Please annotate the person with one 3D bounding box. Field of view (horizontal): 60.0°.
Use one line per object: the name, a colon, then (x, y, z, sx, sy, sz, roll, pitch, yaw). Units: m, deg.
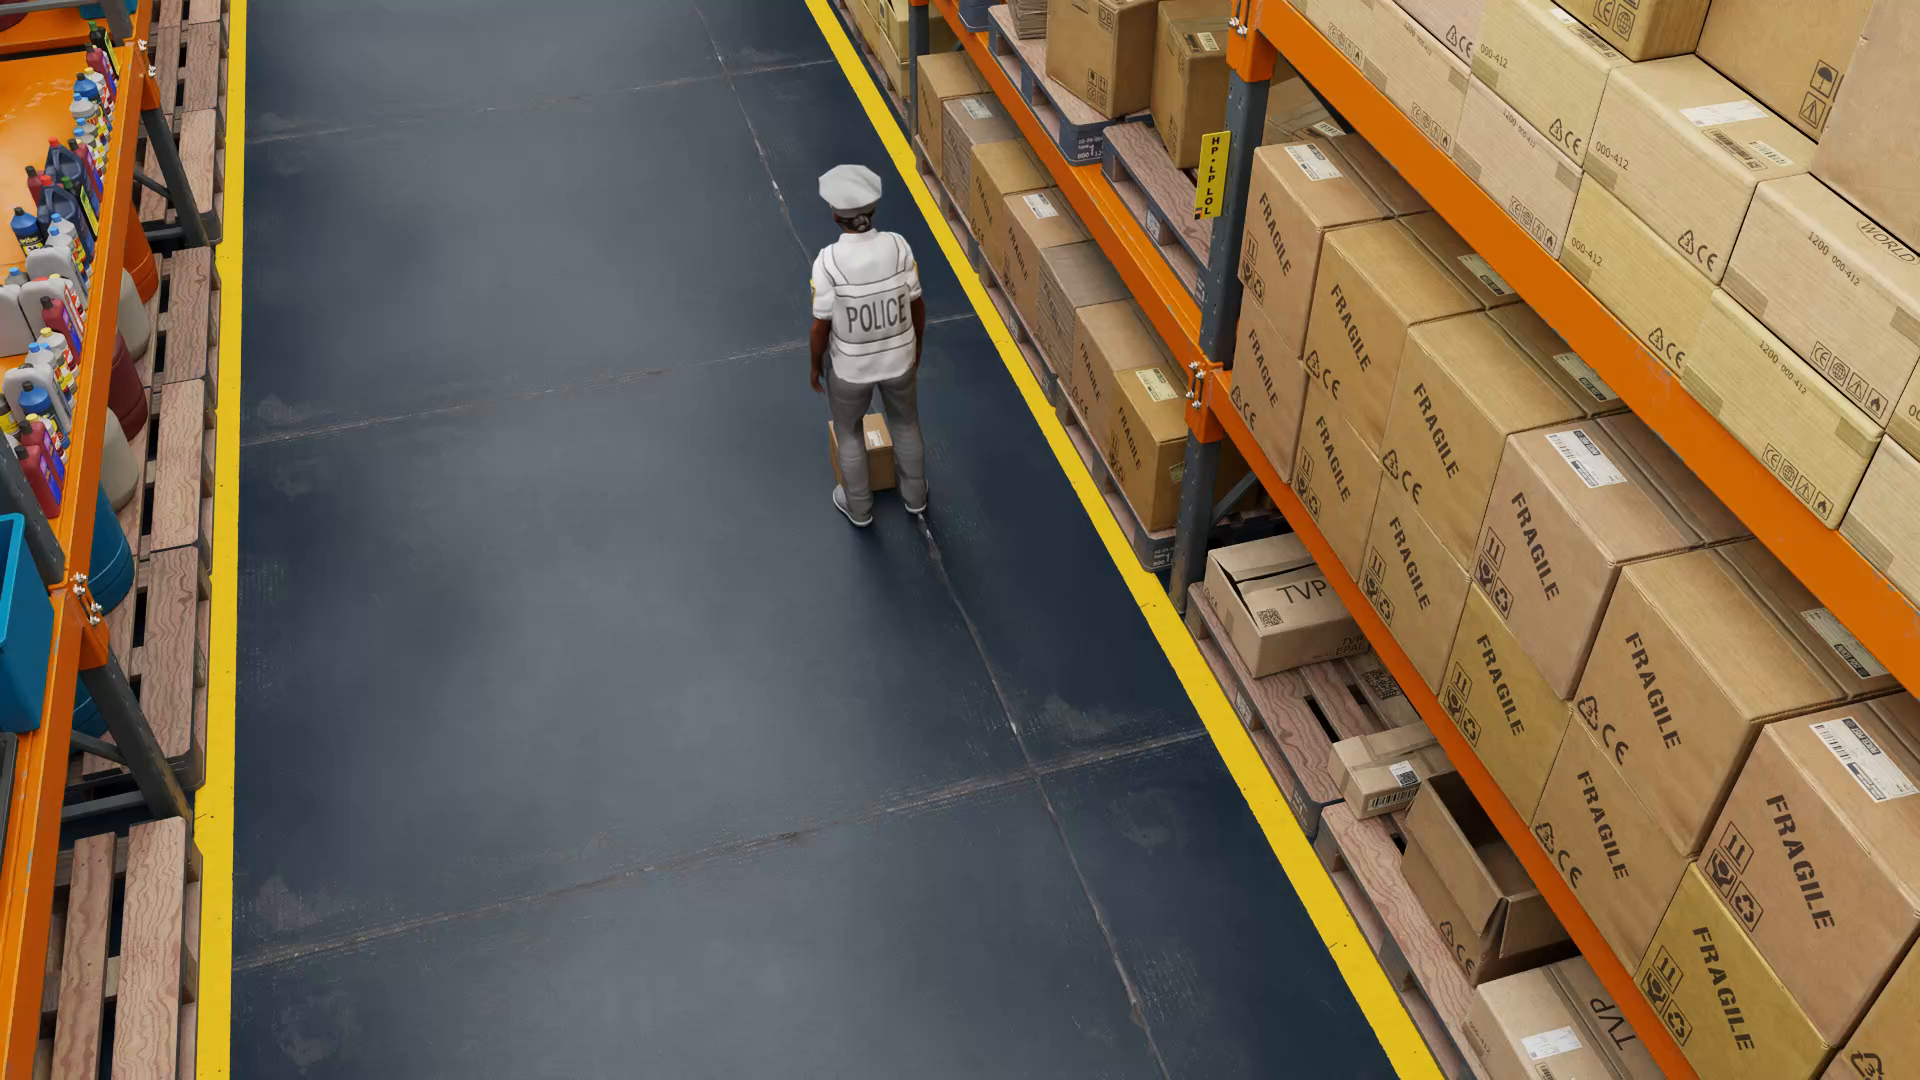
person: (-0.373, -0.765, 6.993, 0.530, 1.663, 0.391, -14, 44, -15)
